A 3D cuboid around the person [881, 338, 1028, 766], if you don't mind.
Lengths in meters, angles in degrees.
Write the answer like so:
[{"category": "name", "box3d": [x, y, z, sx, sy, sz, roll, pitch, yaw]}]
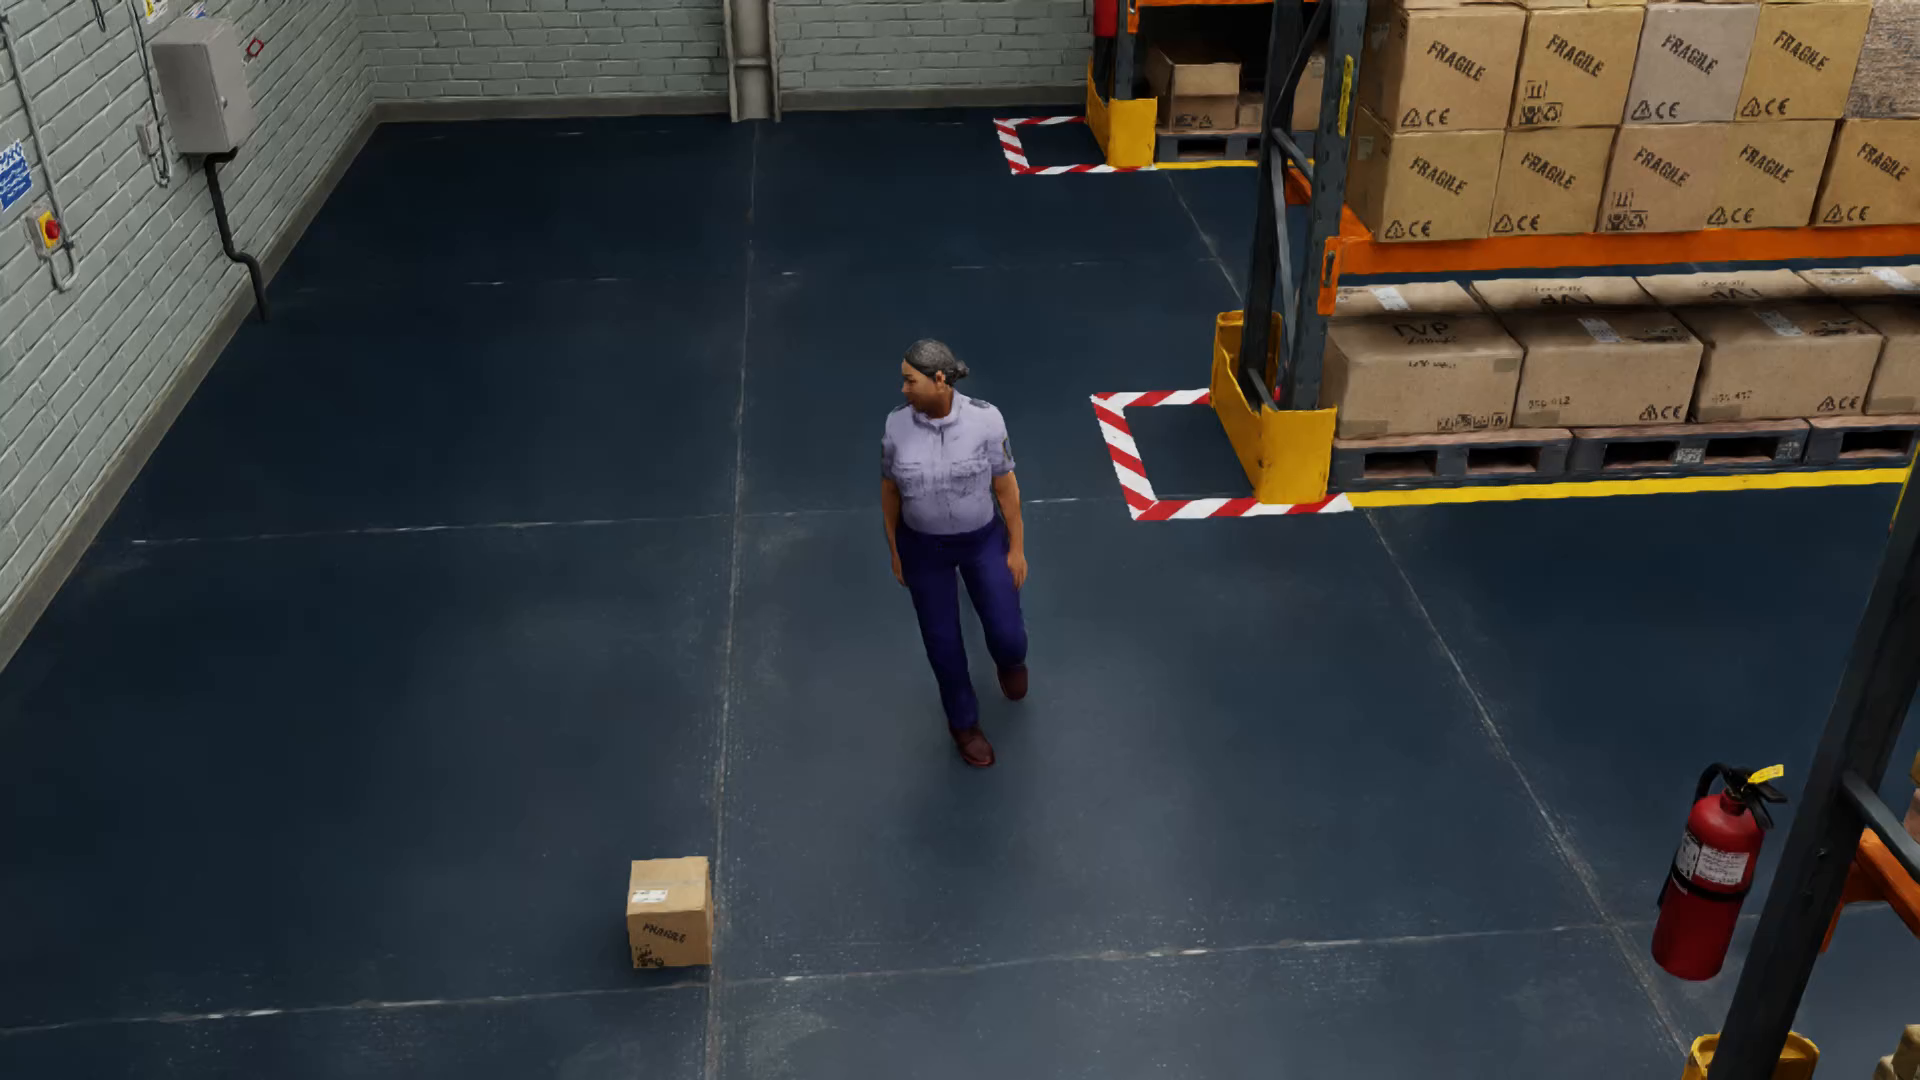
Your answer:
[{"category": "person", "box3d": [-0.010, 0.041, 6.116, 0.561, 1.623, 0.516, 0, 31, 1]}]
